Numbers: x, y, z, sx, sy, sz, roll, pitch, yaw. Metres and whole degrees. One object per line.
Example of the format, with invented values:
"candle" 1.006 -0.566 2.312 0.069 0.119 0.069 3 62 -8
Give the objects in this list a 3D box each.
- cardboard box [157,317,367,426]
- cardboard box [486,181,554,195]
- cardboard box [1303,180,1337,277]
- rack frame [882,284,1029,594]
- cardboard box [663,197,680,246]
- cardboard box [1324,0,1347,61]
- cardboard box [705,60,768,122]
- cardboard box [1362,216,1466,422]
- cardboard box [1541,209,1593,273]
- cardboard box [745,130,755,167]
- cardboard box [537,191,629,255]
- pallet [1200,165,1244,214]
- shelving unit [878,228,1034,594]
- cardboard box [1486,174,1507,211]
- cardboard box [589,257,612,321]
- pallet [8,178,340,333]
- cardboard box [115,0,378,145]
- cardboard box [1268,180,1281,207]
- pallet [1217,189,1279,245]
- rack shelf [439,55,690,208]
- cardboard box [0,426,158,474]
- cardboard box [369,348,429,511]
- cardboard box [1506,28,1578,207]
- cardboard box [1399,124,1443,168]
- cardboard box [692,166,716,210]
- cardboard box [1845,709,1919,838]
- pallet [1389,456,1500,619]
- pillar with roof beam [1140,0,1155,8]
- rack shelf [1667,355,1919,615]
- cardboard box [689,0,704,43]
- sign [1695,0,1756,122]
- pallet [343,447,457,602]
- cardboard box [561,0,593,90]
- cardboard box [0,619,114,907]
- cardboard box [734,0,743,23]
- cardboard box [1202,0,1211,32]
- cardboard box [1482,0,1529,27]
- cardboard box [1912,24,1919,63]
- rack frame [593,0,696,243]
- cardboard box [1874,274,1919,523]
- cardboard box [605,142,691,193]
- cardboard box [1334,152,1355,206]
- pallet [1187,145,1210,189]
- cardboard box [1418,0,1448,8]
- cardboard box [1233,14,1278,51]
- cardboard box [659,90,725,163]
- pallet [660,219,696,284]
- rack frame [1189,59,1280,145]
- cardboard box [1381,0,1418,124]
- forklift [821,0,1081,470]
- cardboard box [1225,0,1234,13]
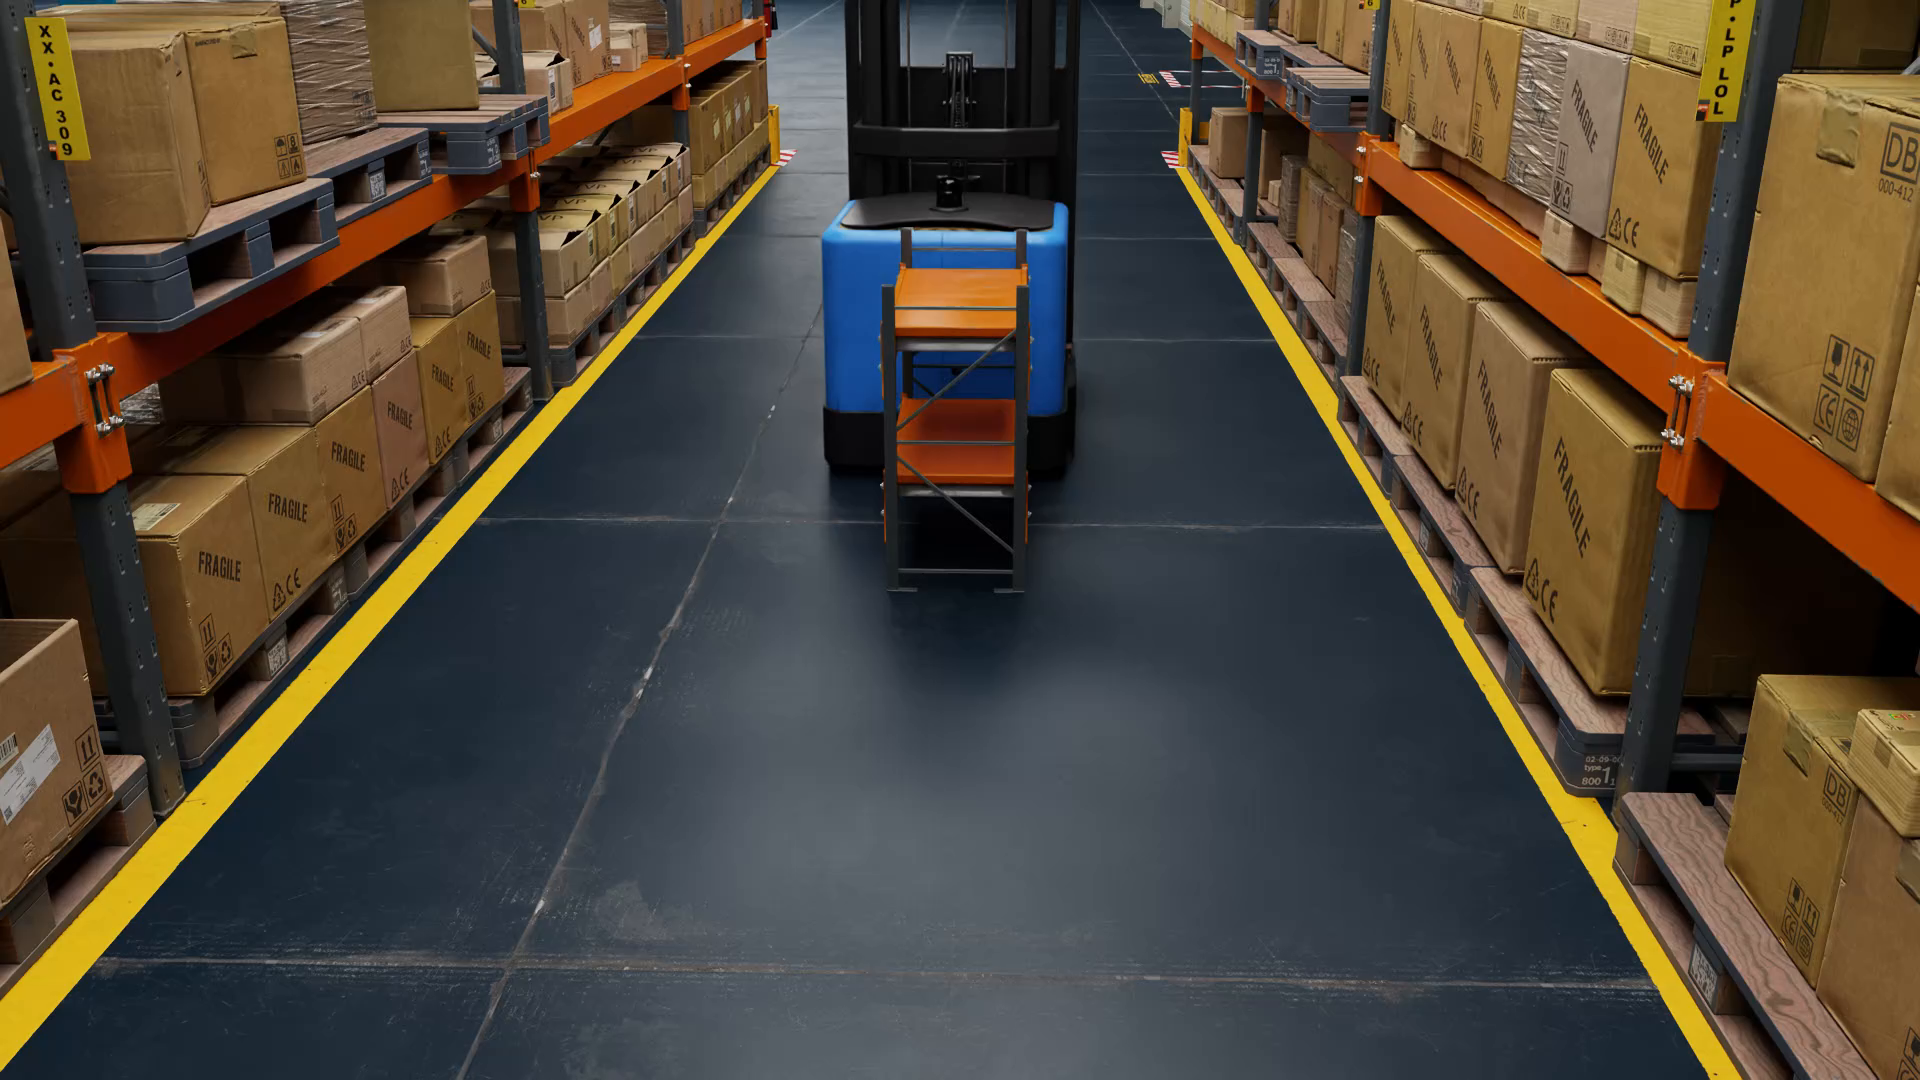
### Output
"cardboard box" -2.383 -0.583 5.696 0.500 0.250 0.500 1 21 2
"cardboard box" -2.735 -2.025 10.048 0.500 0.311 0.500 1 21 3
"cardboard box" 2.496 -1.902 10.130 0.700 0.500 0.500 1 21 2
"rack frame" -0.016 -0.338 5.845 0.500 1.125 0.032 1 21 2
"cardboard box" -2.168 -2.131 11.094 0.500 0.250 0.500 0 21 1
"cardboard box" 2.421 -2.926 9.176 0.700 0.500 0.500 1 21 2
"cardboard box" -2.026 -4.065 15.043 0.500 0.500 0.500 1 21 2
"cardboard box" 2.248 -0.982 7.305 0.750 0.750 0.750 0 21 1
"cardboard box" 1.993 -0.905 5.035 0.380 0.149 0.250 1 21 2
"cardboard box" -2.044 -3.354 14.247 0.500 0.250 0.500 1 21 2
"cardboard box" -2.215 -1.842 9.576 0.500 0.311 0.500 0 21 0
"pallet" 2.543 -2.885 13.673 1.003 0.211 1.213 1 21 2
"shelving unit" 0.000 -0.522 6.319 0.538 1.125 1.048 1 21 2
"cardboard box" 2.124 -1.274 5.986 0.380 0.149 0.250 1 21 2
"cardboard box" -2.226 -1.388 9.181 0.500 0.250 0.500 0 21 0
"pallet" -2.538 -0.858 4.860 1.003 0.211 1.213 1 21 2
"cardboard box" -2.675 -1.791 6.280 0.700 0.500 0.500 5 22 12
"cardboard box" 2.509 -2.578 12.334 0.380 0.166 0.250 -2 21 -5
"pallet" 2.508 -2.443 12.533 1.003 0.211 1.213 1 21 2
"rack shelf" -2.489 -2.494 9.805 1.077 0.370 4.000 1 21 2
"cardboard box" -2.920 -0.060 5.385 0.500 0.500 0.500 1 21 2
"cardboard box" -2.370 -0.429 6.334 0.500 0.500 0.500 0 21 0
"cardboard box" 2.071 -1.337 5.252 0.500 0.500 0.500 1 21 2
"cardboard box" 2.051 -1.643 6.936 0.380 0.149 0.250 1 21 3
"cardboard box" -2.111 -2.631 12.383 0.500 0.250 0.500 1 21 2
"cardboard box" 1.962 0.451 3.198 0.380 0.149 0.250 1 21 3
"pallet" 2.262 -0.029 6.312 1.003 0.211 1.213 1 21 2
"pillar with roof beam" -0.085 -16.205 35.853 9.100 9.000 0.400 1 21 2
"rack shelf" 2.219 0.451 2.213 1.077 0.370 4.000 1 21 2
"cardboard box" -2.392 -4.132 12.893 0.700 0.500 0.500 1 21 2
"sign" 1.737 -1.112 3.758 0.100 0.325 0.005 1 21 2
"pallet" -2.650 -0.097 6.487 1.003 0.211 1.213 1 21 2
"cardboard box" -2.499 -2.950 9.848 0.500 0.500 0.500 1 21 2
"cardboard box" -2.405 0.509 3.917 0.500 0.500 0.500 1 21 2
"cardboard box" -2.334 -4.877 14.813 0.700 0.500 0.500 1 21 2
"cardboard box" 2.290 -4.340 13.748 0.500 0.250 0.500 0 21 1
"cardboard box" 2.094 -1.876 5.604 0.500 0.250 0.500 0 21 1
"cardboard box" 2.554 -1.315 4.157 0.500 0.250 0.500 1 21 3
"rack frame" -2.428 -3.553 11.538 1.000 3.000 0.127 1 21 2
"cardboard box" 2.219 -0.287 2.707 0.980 0.700 0.700 0 21 0
"cardboard box" -2.154 -2.578 11.473 0.500 0.311 0.500 1 21 2
"cardboard box" 2.462 -2.095 9.592 0.500 0.250 0.500 1 21 1
"pallet" 2.582 -3.325 14.806 1.003 0.211 1.213 1 21 2
"cardboard box" 2.114 -2.242 6.546 0.500 0.250 0.500 0 21 1
"cardboard box" 2.235 -3.614 11.875 0.500 0.250 0.500 1 21 2
"cardboard box" -2.094 -3.161 12.714 0.500 0.500 0.500 1 21 2
"pallet" -2.412 -1.986 11.355 1.003 0.211 1.213 1 21 2
"rack frame" 2.645 -4.946 15.129 1.000 3.000 0.127 1 21 2
"cardboard box" 2.131 -2.075 7.153 0.500 0.500 0.500 1 21 3
"forklift" 0.030 -2.156 8.034 1.130 2.935 3.031 1 21 4
"cardboard box" 2.238 -4.143 12.204 0.500 0.500 0.500 1 21 1
